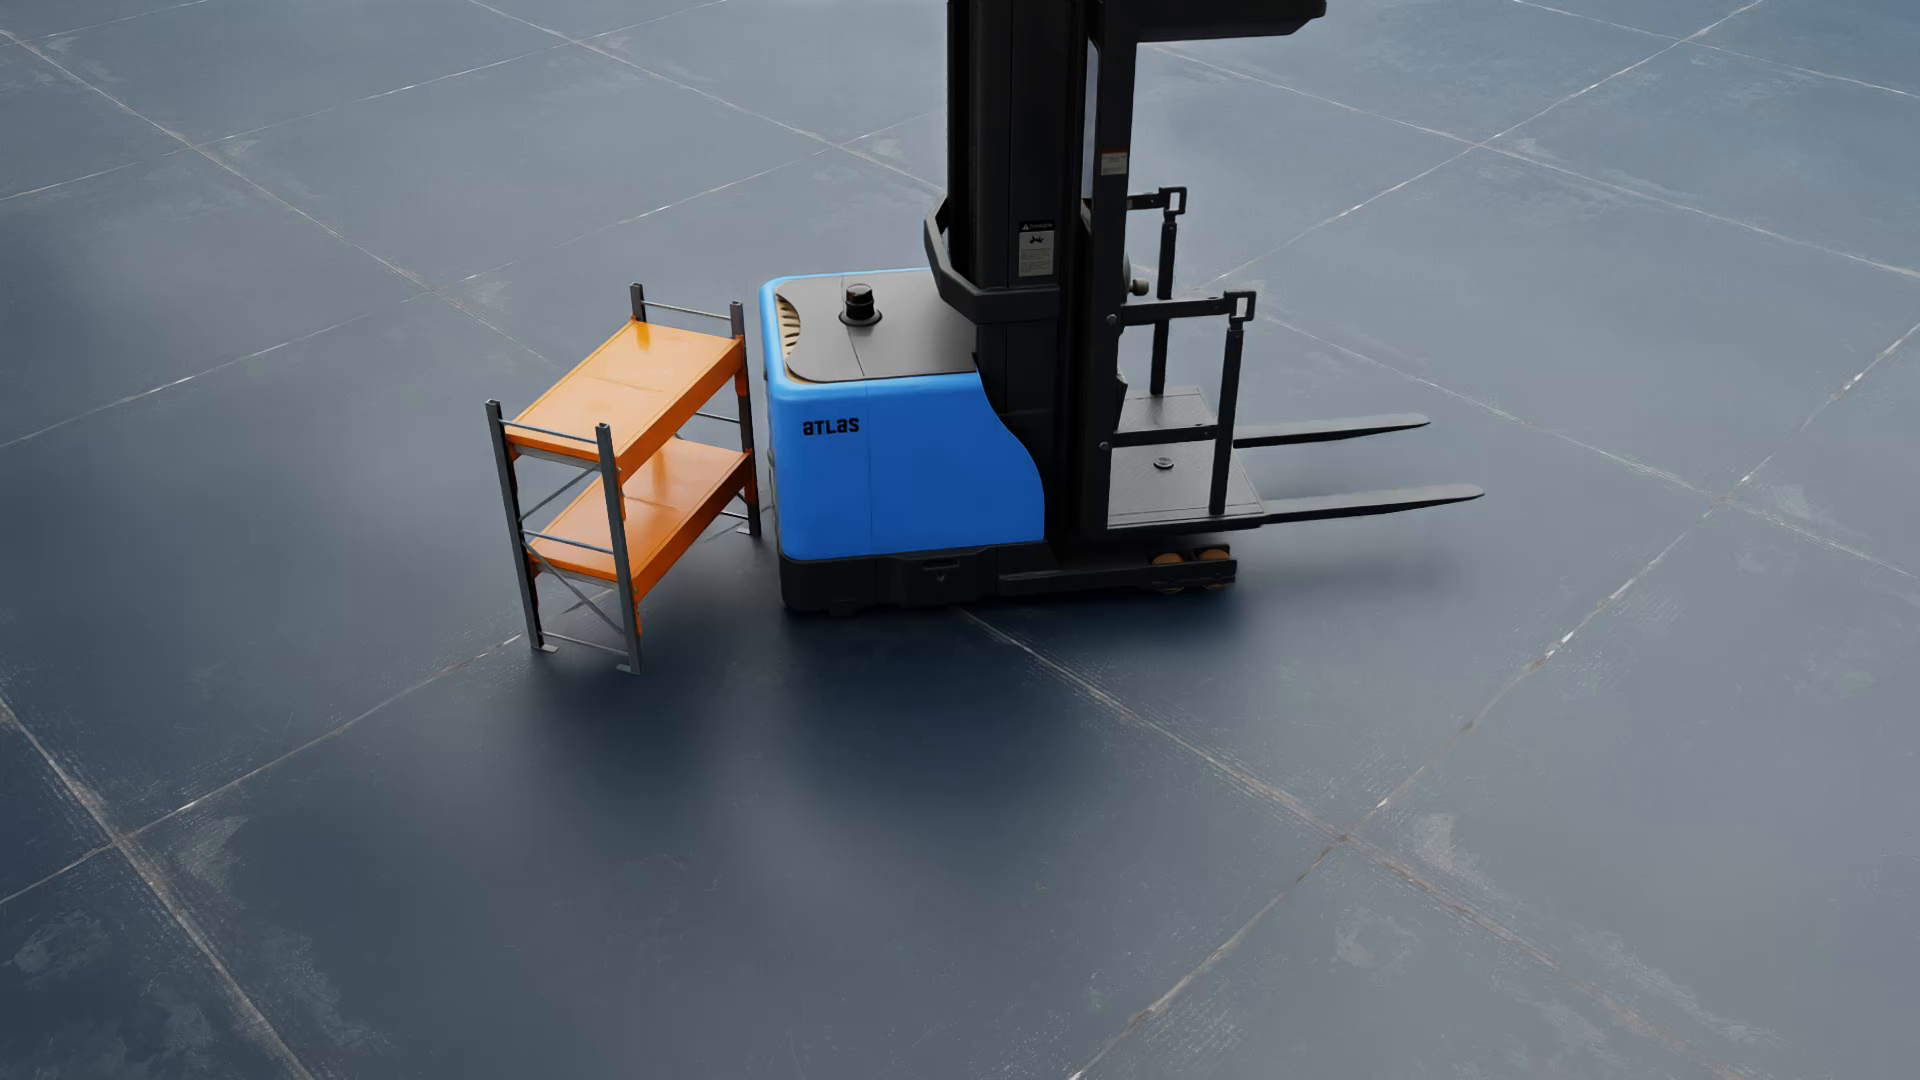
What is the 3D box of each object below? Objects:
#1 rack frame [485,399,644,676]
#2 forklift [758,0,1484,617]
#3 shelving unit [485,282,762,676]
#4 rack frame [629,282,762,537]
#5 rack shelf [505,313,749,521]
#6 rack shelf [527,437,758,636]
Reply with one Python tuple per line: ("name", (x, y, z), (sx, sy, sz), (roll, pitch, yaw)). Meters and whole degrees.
("rack frame", (-1.474, 0.009, 6.253), (0.500, 1.125, 0.032), (12, 37, 17))
("forklift", (0.709, -1.275, 6.516), (3.031, 2.935, 1.130), (-5, 35, -7))
("shelving unit", (-1.291, -0.262, 6.642), (0.538, 1.125, 1.048), (12, 37, 17))
("rack frame", (-1.108, -0.533, 7.031), (0.500, 1.125, 0.032), (12, 37, 17))
("rack shelf", (-1.291, -0.502, 6.475), (0.538, 0.278, 1.000), (12, 37, 17))
("rack shelf", (-1.291, -0.061, 6.782), (0.538, 0.278, 1.000), (12, 37, 17))
